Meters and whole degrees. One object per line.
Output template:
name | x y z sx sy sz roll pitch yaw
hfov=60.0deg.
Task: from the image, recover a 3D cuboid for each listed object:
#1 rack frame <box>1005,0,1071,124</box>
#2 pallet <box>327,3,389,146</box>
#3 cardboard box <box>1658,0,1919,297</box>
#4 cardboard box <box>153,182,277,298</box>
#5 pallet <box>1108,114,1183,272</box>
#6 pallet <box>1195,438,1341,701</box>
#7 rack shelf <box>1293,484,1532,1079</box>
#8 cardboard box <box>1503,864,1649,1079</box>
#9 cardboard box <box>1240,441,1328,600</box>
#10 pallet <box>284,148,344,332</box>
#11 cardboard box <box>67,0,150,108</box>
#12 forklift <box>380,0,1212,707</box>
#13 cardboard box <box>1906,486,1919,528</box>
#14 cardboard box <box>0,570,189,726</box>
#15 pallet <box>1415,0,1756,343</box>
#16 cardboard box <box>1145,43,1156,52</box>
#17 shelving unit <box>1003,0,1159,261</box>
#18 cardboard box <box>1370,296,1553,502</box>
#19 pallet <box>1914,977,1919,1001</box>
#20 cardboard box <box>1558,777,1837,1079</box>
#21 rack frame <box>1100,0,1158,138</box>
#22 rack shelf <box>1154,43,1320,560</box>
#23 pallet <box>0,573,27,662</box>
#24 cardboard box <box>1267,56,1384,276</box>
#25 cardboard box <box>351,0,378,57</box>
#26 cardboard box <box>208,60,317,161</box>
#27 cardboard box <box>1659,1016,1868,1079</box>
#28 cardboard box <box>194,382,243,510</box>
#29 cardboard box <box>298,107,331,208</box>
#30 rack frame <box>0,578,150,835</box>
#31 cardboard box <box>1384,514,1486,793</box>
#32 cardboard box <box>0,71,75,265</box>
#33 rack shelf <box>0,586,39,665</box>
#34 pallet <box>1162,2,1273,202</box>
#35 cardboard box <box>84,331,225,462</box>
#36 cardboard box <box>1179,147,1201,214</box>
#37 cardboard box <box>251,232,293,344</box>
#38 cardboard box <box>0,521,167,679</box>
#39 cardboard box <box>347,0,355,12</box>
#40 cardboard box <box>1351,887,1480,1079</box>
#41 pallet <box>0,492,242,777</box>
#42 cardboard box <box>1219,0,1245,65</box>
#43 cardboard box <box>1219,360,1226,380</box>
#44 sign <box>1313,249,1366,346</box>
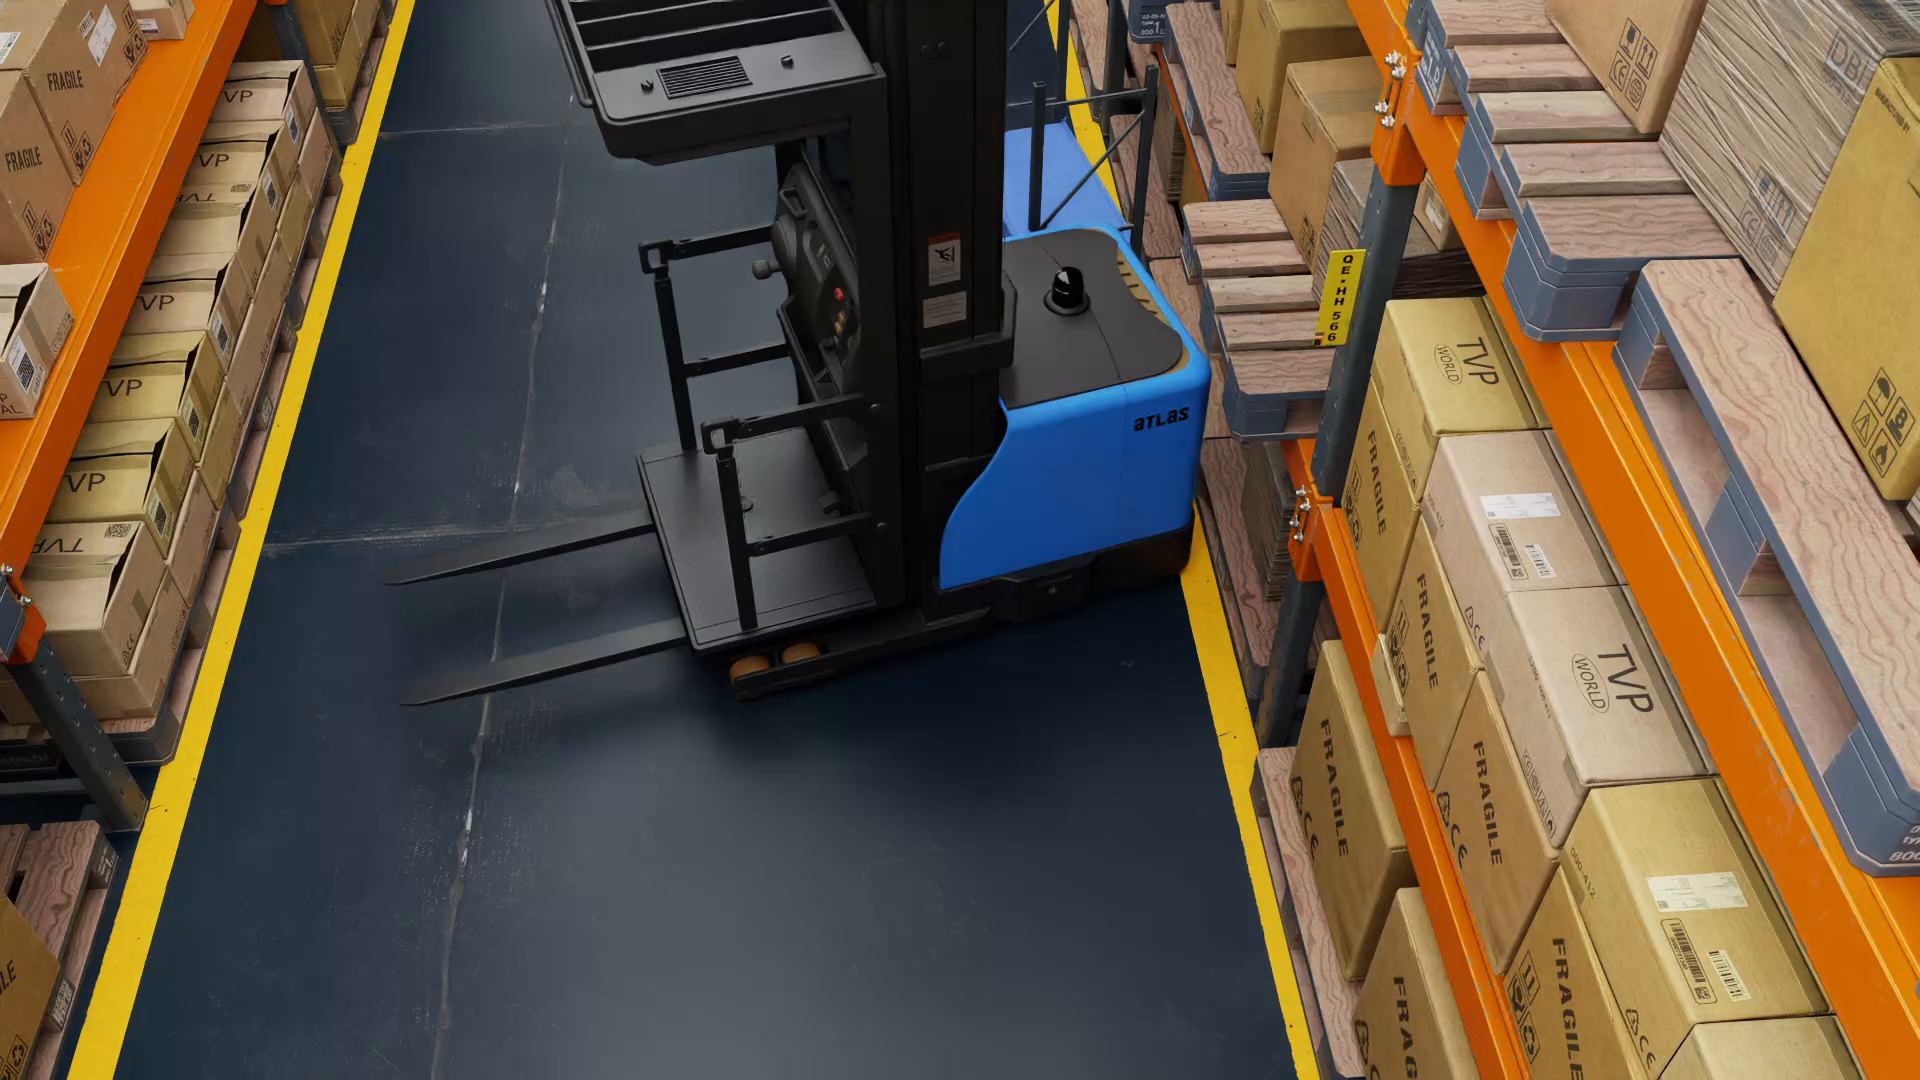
rack frame | 0.239 -1.974 7.587 0.500 1.500 0.032 -12 48 -11
pallet | -3.712 -2.541 9.011 1.003 0.211 1.213 -3 47 -3
cardboard box | 1.778 -0.821 3.024 0.700 0.500 0.500 -6 47 -5
cardboard box | -3.279 -1.301 7.134 0.500 0.311 0.500 -4 47 -3
pallet | 1.315 -1.703 8.218 1.003 0.211 1.213 -3 47 -3
pallet | 1.519 0.062 6.546 1.003 0.211 1.213 -3 47 -3
rack shelf | 1.751 1.363 3.889 1.077 0.370 4.000 -3 47 -3
cardboard box | 1.495 1.007 3.443 0.500 0.500 0.500 -2 47 -2
cardboard box | 1.471 -0.141 6.236 0.700 0.500 0.500 -3 47 -3
pallet | -3.587 -1.432 7.961 1.003 0.211 1.213 -3 47 -3
cardboard box | -3.595 -2.018 6.527 0.500 0.500 0.500 0 47 0
forklift | -0.665 -0.854 5.540 3.031 2.935 1.130 -14 48 -13
cardboard box | 1.865 -0.063 2.306 0.700 0.500 0.500 -4 47 -3
cardboard box | -3.104 0.377 5.932 0.500 0.250 0.500 -4 47 -3
pallet | 1.690 -0.835 3.539 1.213 0.211 1.003 -2 47 -1
cardboard box | 1.174 -2.788 8.973 0.380 0.166 0.250 -9 47 -8
shelving unit | 0.381 -1.620 7.251 0.538 1.500 1.048 -12 48 -11
cardboard box | 1.367 -0.368 4.228 0.500 0.250 0.500 -2 47 -2
pallet | 1.792 0.937 1.863 0.805 0.209 1.217 -5 47 -5
cardboard box | 1.505 0.731 3.188 0.500 0.250 0.500 -4 47 -4
rack frame | 1.249 -3.225 7.739 1.000 3.000 0.127 -3 47 -3
rack shelf | 1.416 -1.531 6.630 1.077 0.370 4.000 -3 47 -3
pallet | -3.226 0.525 4.319 1.213 0.211 1.003 -3 47 -3
cardboard box | 1.460 -1.259 5.505 0.700 0.500 0.500 -7 47 -7
cardboard box | -3.461 -2.837 8.975 0.500 0.250 0.500 -3 47 -3
cardboard box | -3.368 -2.038 7.832 0.500 0.311 0.500 -3 47 -3
cardboard box | 1.548 1.099 2.839 0.500 0.250 0.500 -3 47 -3
cardboard box | -3.196 -0.363 6.632 0.500 0.250 0.500 -5 47 -4
cardboard box | -3.364 -1.838 8.029 0.500 0.250 0.500 -4 47 -4
rack frame | -3.353 -0.028 4.710 1.000 3.000 0.127 -3 47 -3
cardboard box | 1.404 0.272 4.139 0.500 0.500 0.500 -2 47 -2
cardboard box | -3.509 -1.275 5.823 0.500 0.500 0.500 -6 47 -5
rack shelf | -3.185 1.667 3.601 1.077 0.370 4.000 -3 47 -3
pallet | 1.377 -1.695 6.422 1.003 0.211 1.213 -3 47 -3
cardboard box | -3.197 -0.565 6.437 0.500 0.311 0.500 -5 47 -4
cardboard box | 1.420 -1.615 7.632 0.700 0.500 0.500 -4 47 -4
cardboard box | -3.280 -1.102 7.332 0.500 0.250 0.500 -3 47 -2
cardboard box | -3.104 0.184 5.728 0.500 0.311 0.500 -2 47 -2
cardboard box | -3.464 -3.094 8.703 0.500 0.500 0.500 -3 47 -3
cardboard box | 1.581 1.438 4.514 0.750 0.750 0.750 -4 47 -3
pallet | -3.383 0.333 6.289 1.003 0.211 1.213 -3 47 -3
cardboard box | 1.383 -2.162 6.359 0.700 0.500 0.500 2 47 2
cardboard box | 1.474 -0.878 6.935 0.700 0.500 0.500 -4 47 -4
sign | 1.043 -0.662 4.569 0.100 0.325 0.005 -3 47 -3
